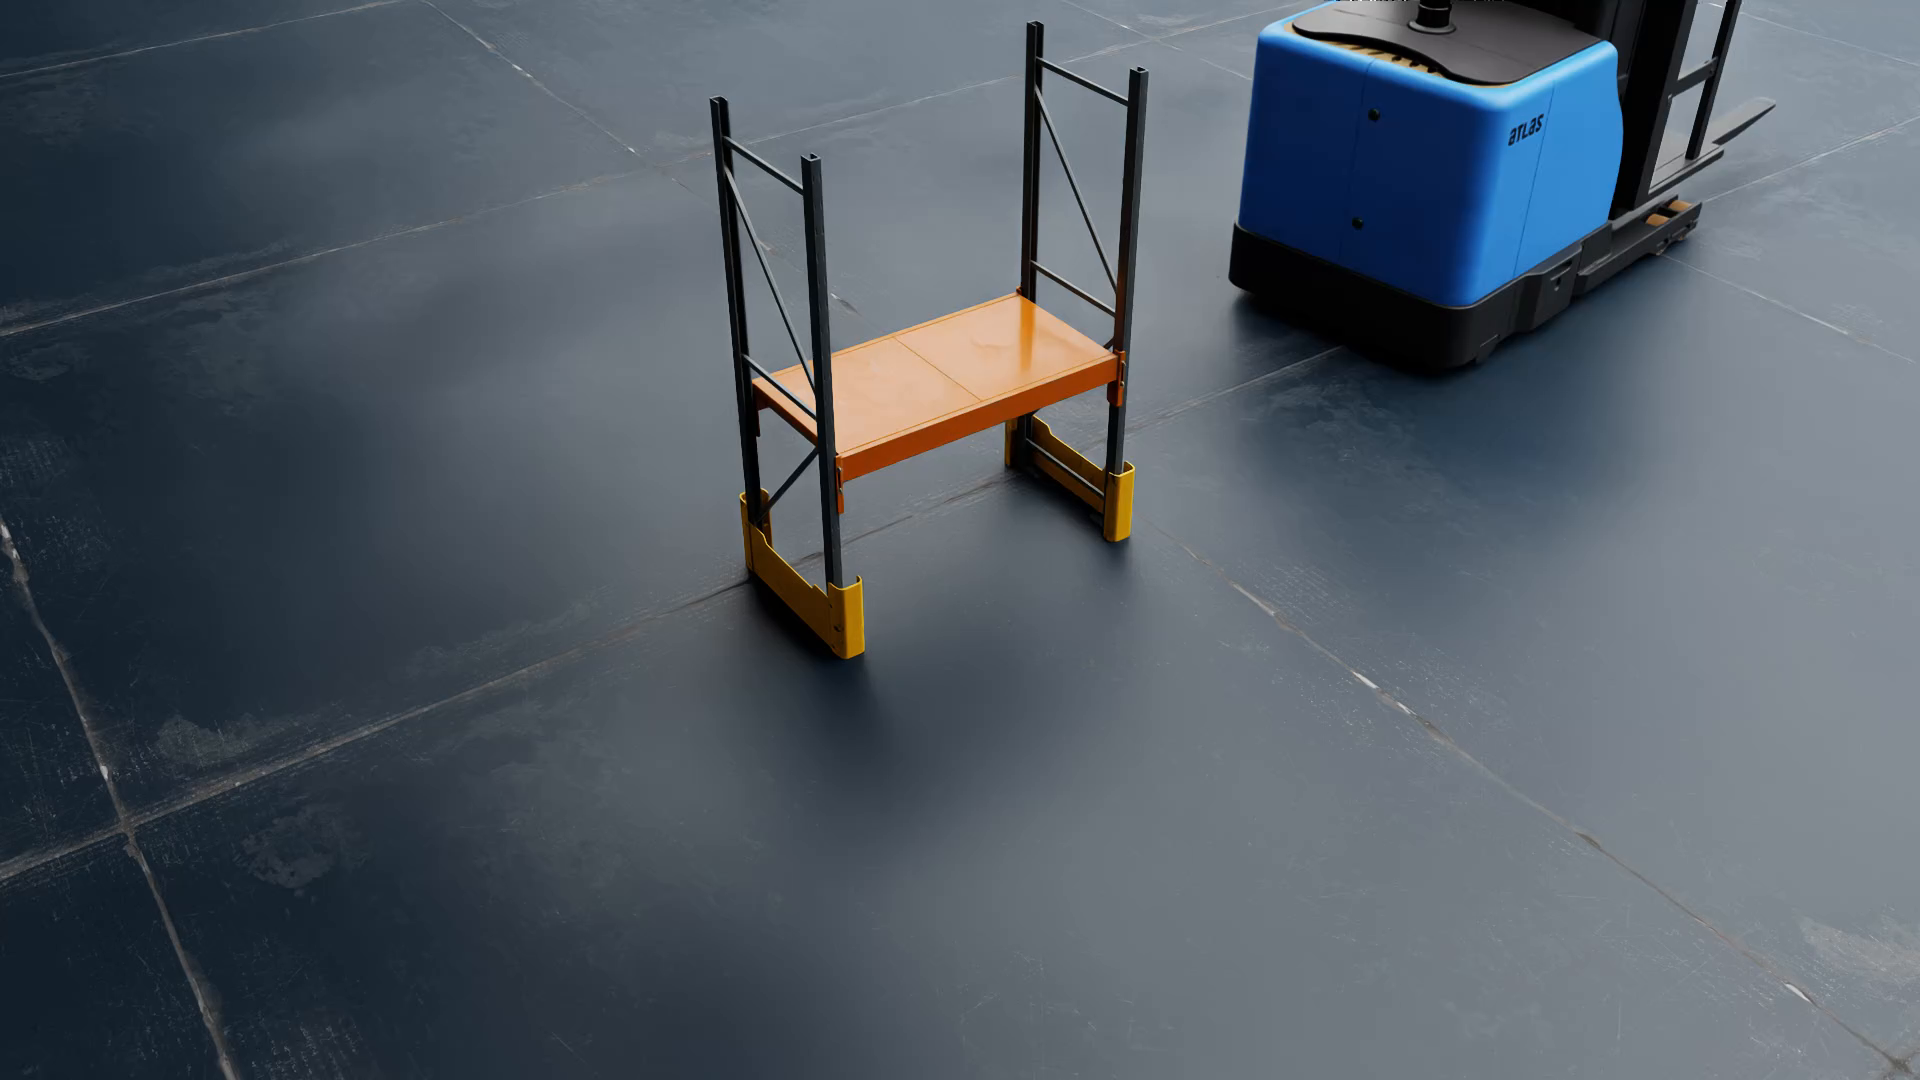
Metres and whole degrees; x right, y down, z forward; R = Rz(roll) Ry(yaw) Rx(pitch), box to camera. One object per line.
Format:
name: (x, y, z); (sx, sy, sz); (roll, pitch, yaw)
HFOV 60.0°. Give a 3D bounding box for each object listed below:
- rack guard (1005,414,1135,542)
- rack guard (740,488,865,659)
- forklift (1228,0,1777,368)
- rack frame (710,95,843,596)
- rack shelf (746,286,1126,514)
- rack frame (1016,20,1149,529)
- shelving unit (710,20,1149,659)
rack guard: (0.345, -0.243, 5.374); (0.087, 0.250, 0.587); (-22, 41, -28)
rack guard: (-0.469, 0.092, 4.908); (0.087, 0.250, 0.587); (-22, 41, -28)
forklift: (2.464, -2.562, 6.302); (3.031, 2.935, 1.130); (-30, 45, -35)
rack frame: (-0.485, -0.409, 4.534); (0.032, 1.500, 0.500); (-22, 41, -28)
rack shelf: (-0.070, -0.434, 4.877); (1.000, 0.185, 0.538); (-22, 41, -28)
rack frame: (0.346, -0.751, 5.010); (0.032, 1.500, 0.500); (-22, 41, -28)
shelving unit: (-0.062, -0.583, 4.776); (1.083, 1.500, 0.587); (-22, 41, -28)
